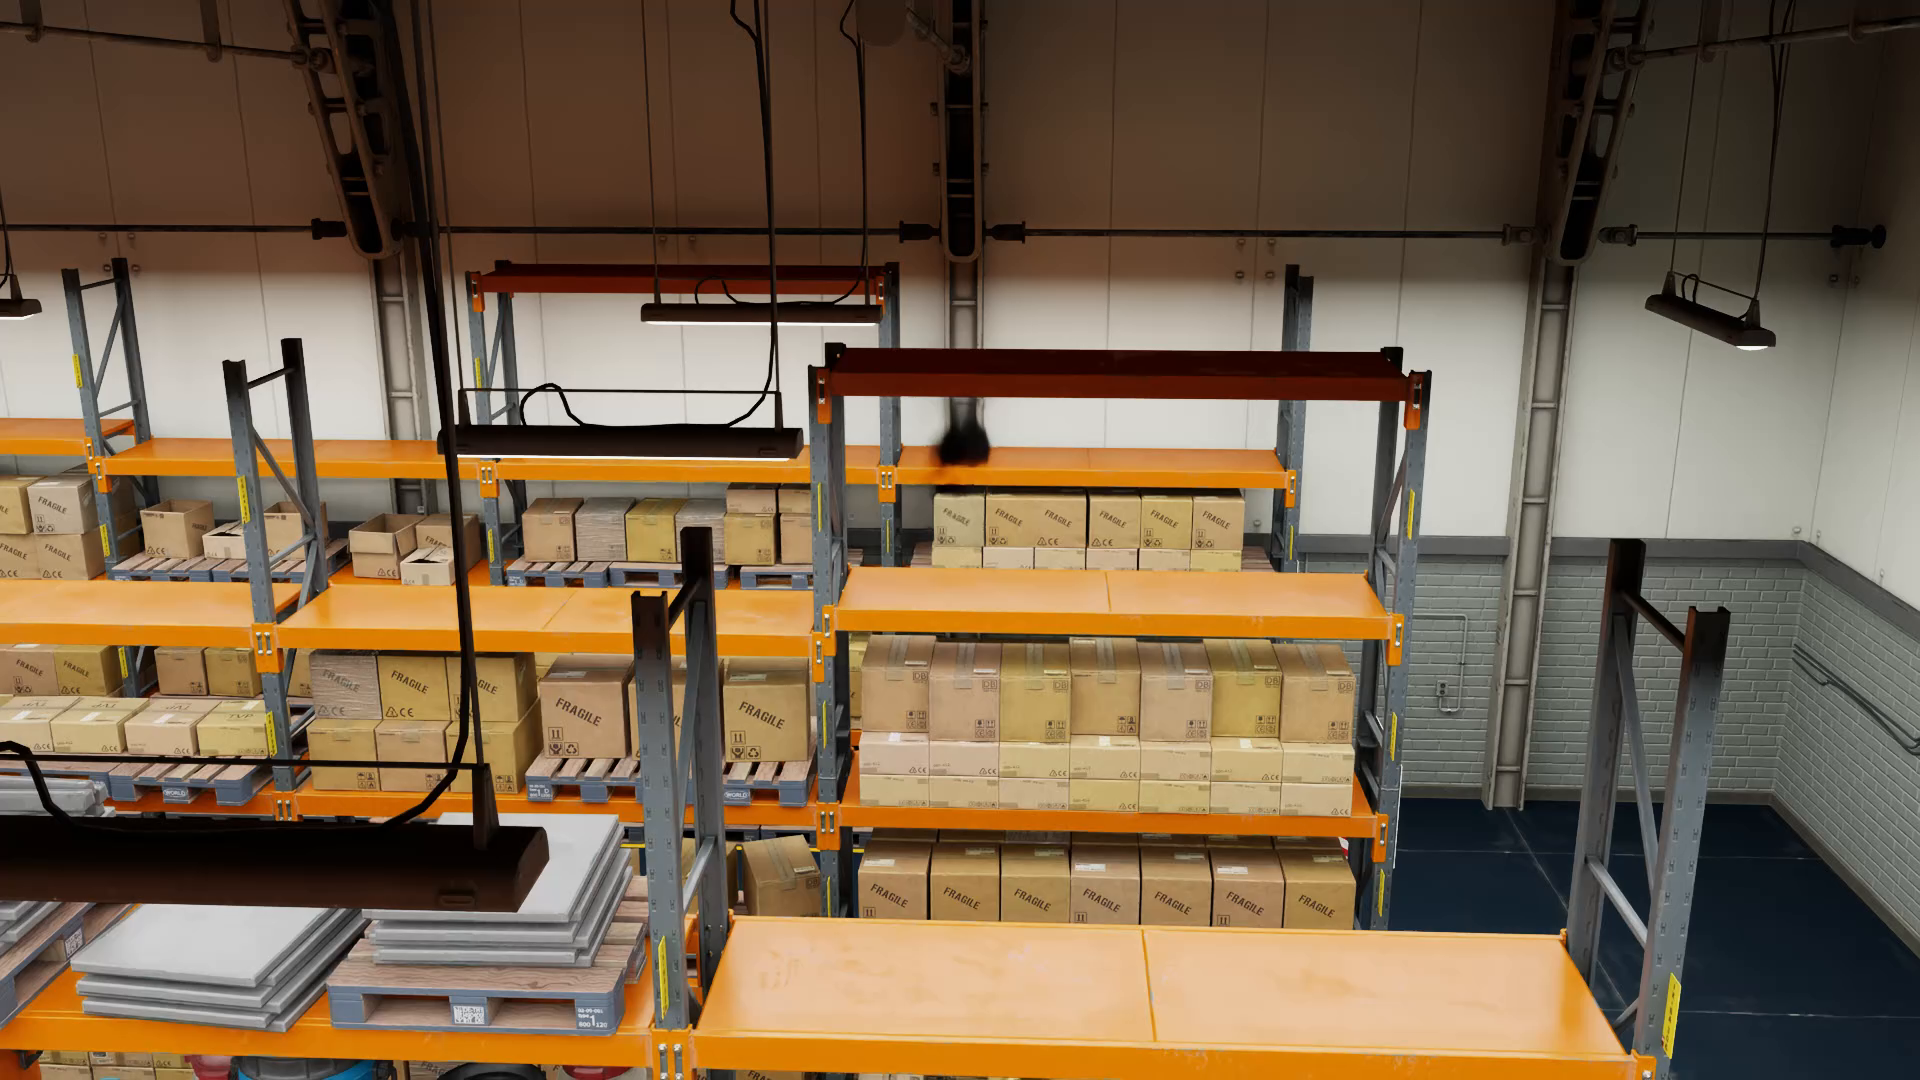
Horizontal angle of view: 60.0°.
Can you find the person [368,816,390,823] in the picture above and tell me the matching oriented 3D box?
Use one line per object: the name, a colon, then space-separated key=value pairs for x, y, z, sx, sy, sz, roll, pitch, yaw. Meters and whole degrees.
person: x=-4.896 y=3.172 z=14.748 sx=0.984 sy=1.593 sz=0.674 roll=3 pitch=16 yaw=11
